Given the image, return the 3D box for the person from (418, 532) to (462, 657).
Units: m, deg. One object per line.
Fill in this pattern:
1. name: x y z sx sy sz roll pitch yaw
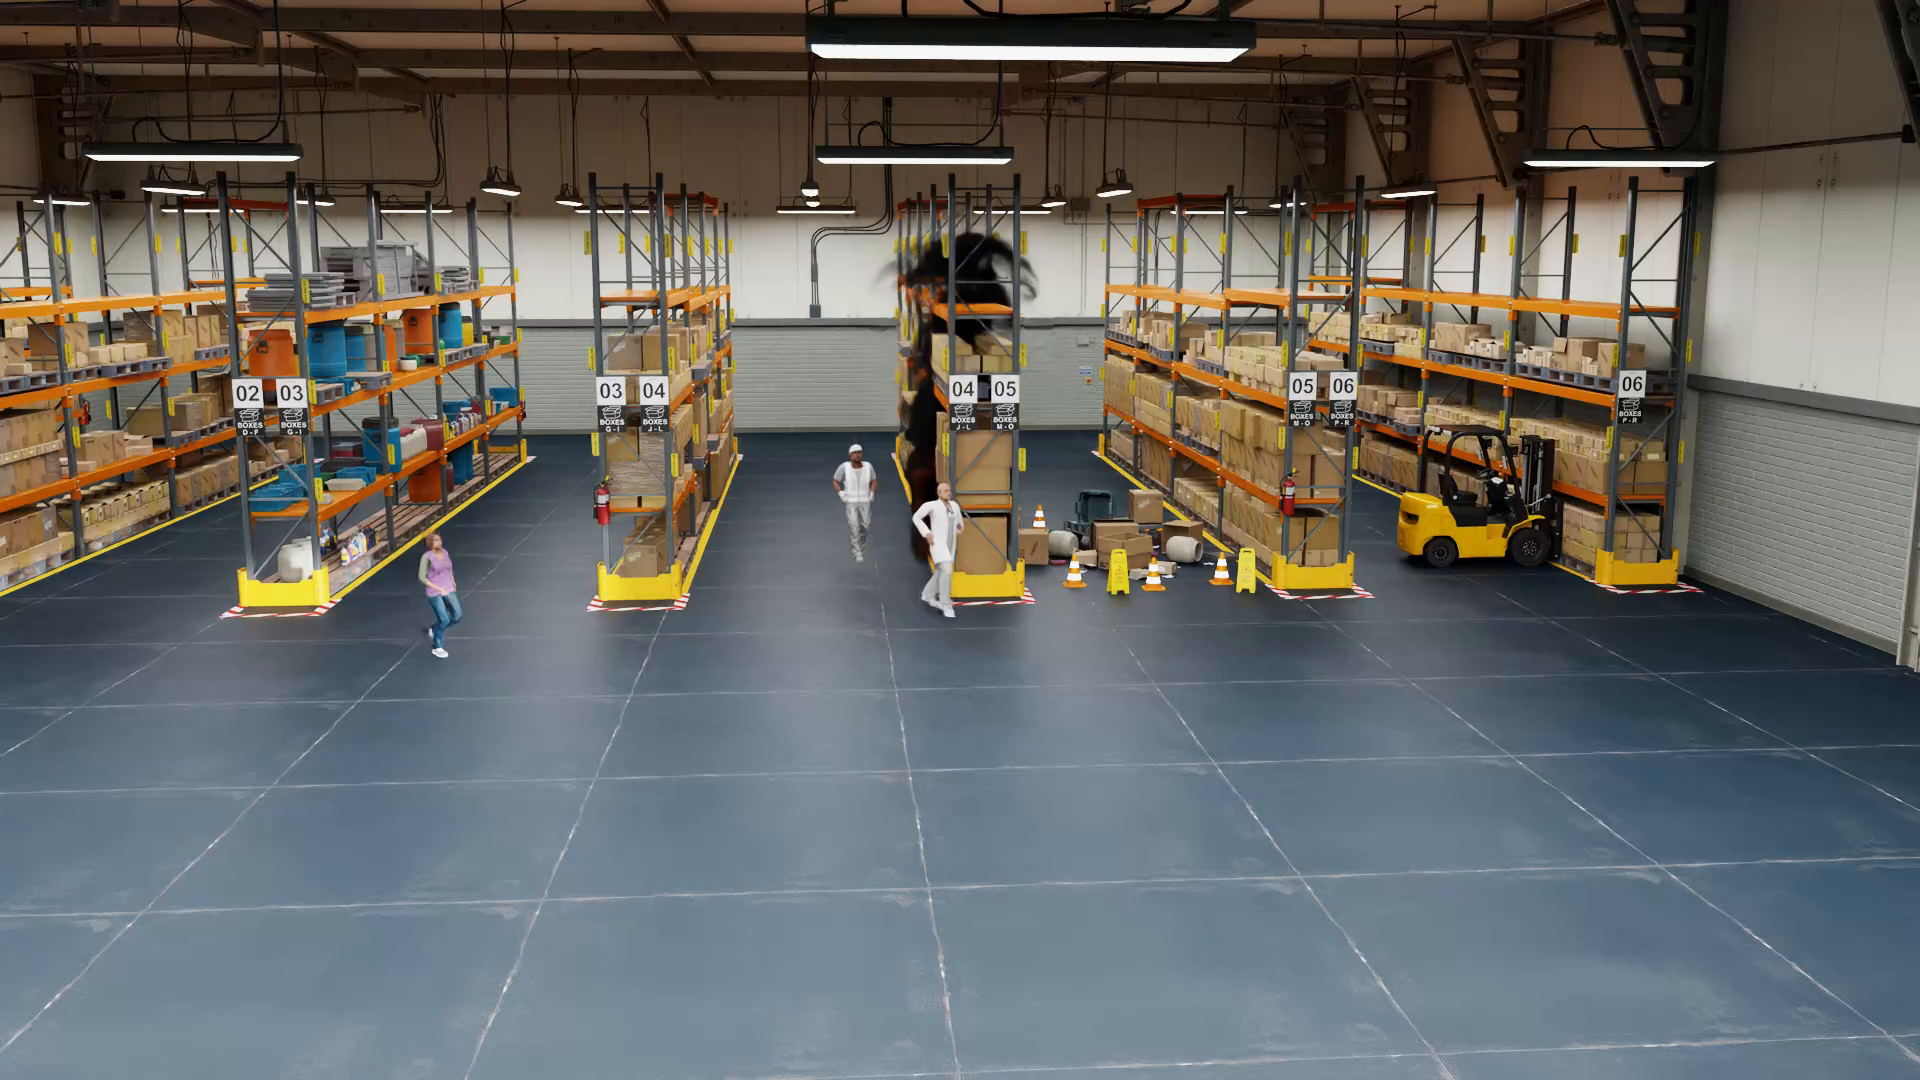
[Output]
1. person: -6.397 0.667 20.484 0.484 1.562 0.548 6 12 30

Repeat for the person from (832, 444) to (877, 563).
1. person: -1.581 -0.570 25.228 0.690 1.772 0.608 -3 10 -15

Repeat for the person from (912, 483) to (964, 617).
1. person: -0.260 0.124 22.950 0.705 1.843 0.779 -10 14 -44
